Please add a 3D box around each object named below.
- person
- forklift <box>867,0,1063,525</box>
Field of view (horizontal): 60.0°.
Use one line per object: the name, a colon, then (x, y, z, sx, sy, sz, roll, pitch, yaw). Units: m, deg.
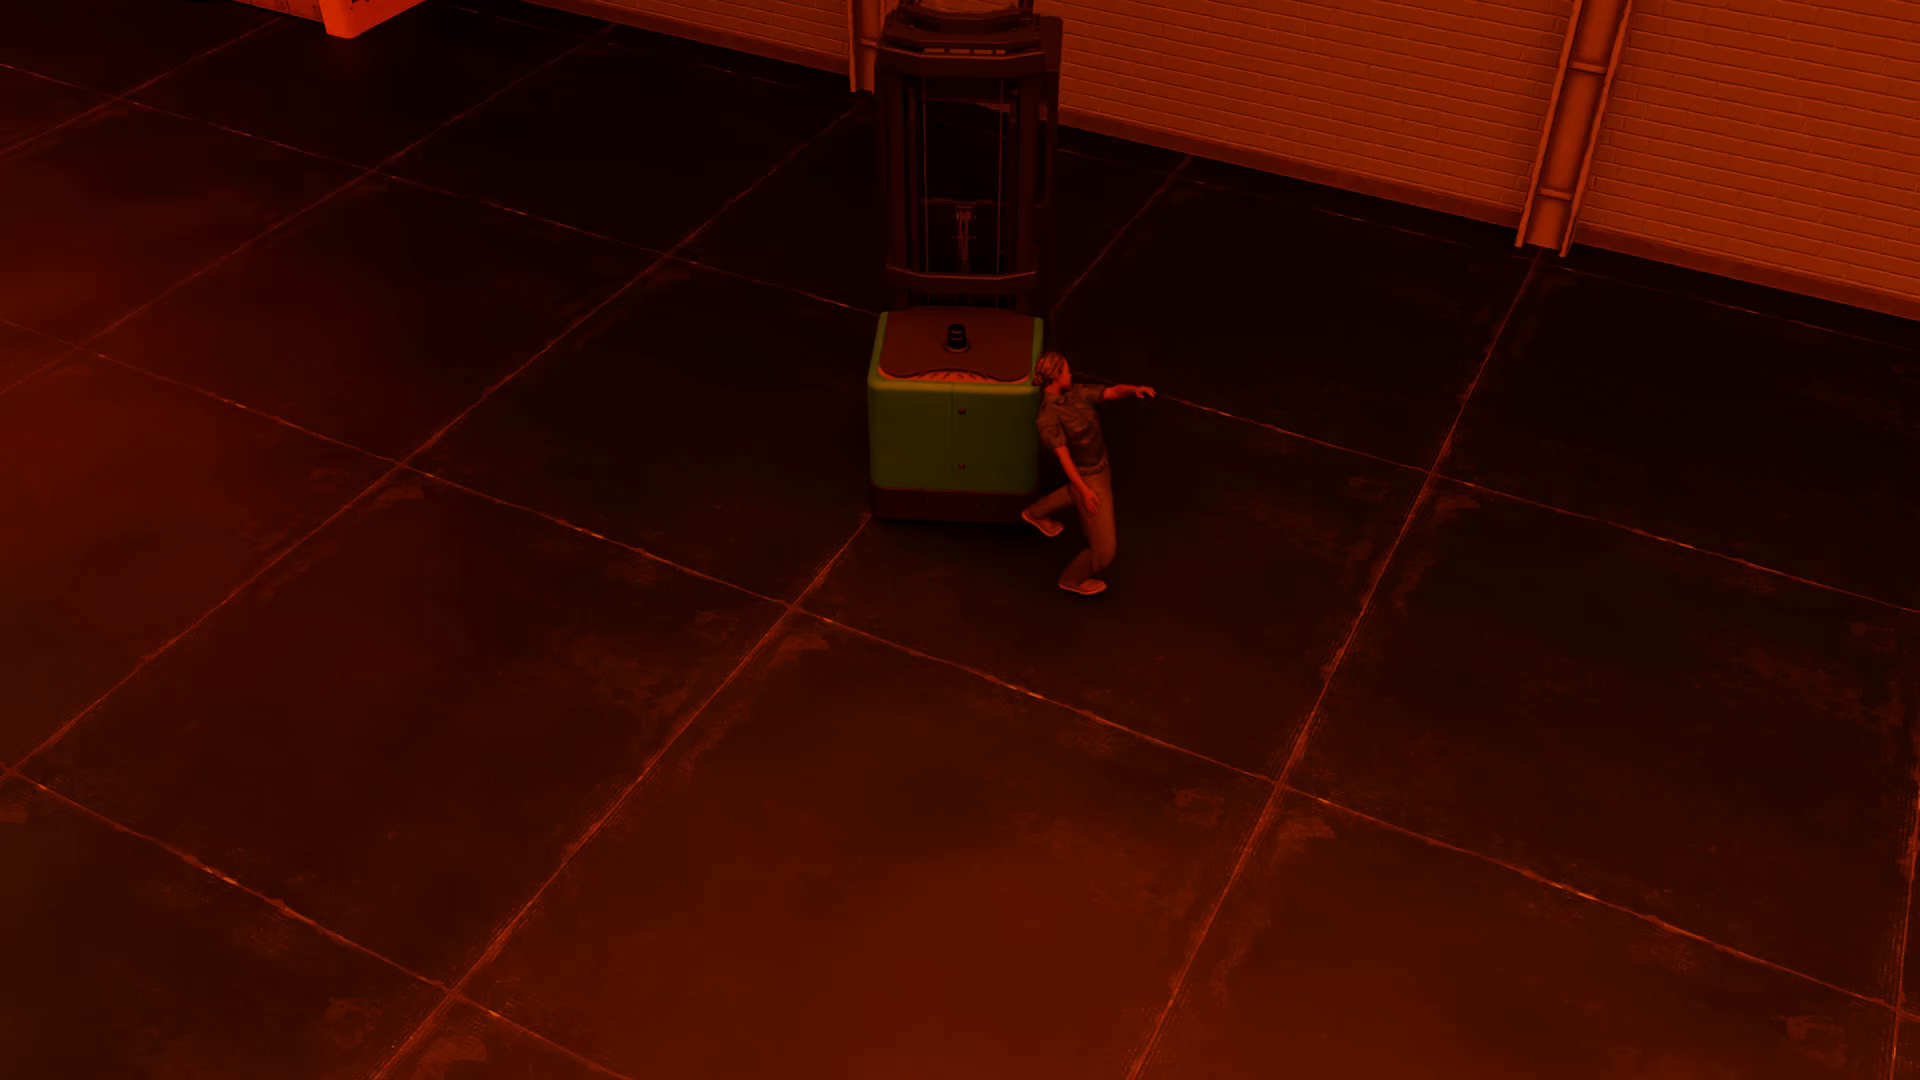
person: (0.692, -0.298, 9.472, 0.747, 1.409, 0.965, 4, 40, 5)
forklift: (0.058, -2.153, 10.543, 1.130, 2.935, 3.031, 3, 40, 3)
